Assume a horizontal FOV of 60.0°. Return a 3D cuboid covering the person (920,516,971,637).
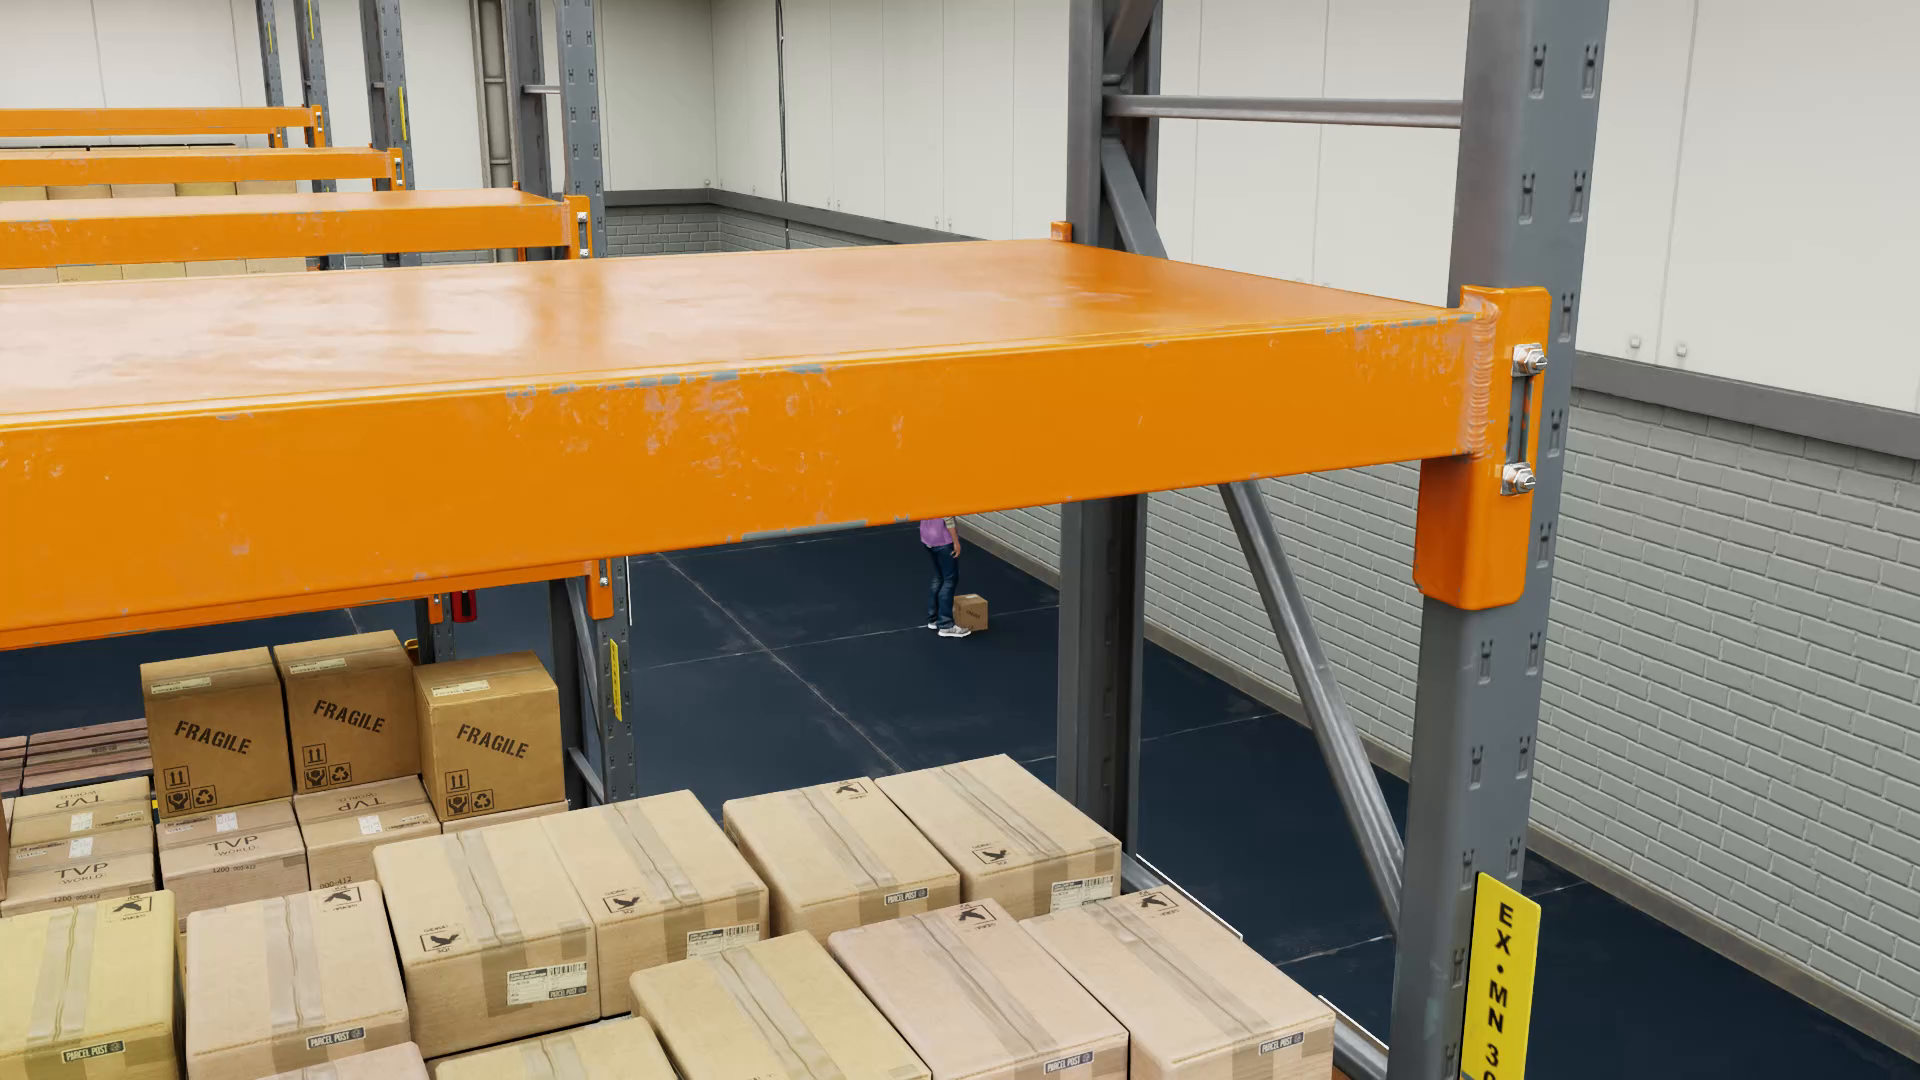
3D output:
[{"bbox_3d":[-0.143,0.007,14.020,0.347,1.592,0.484,-7,17,-25],"label":"person"}]
